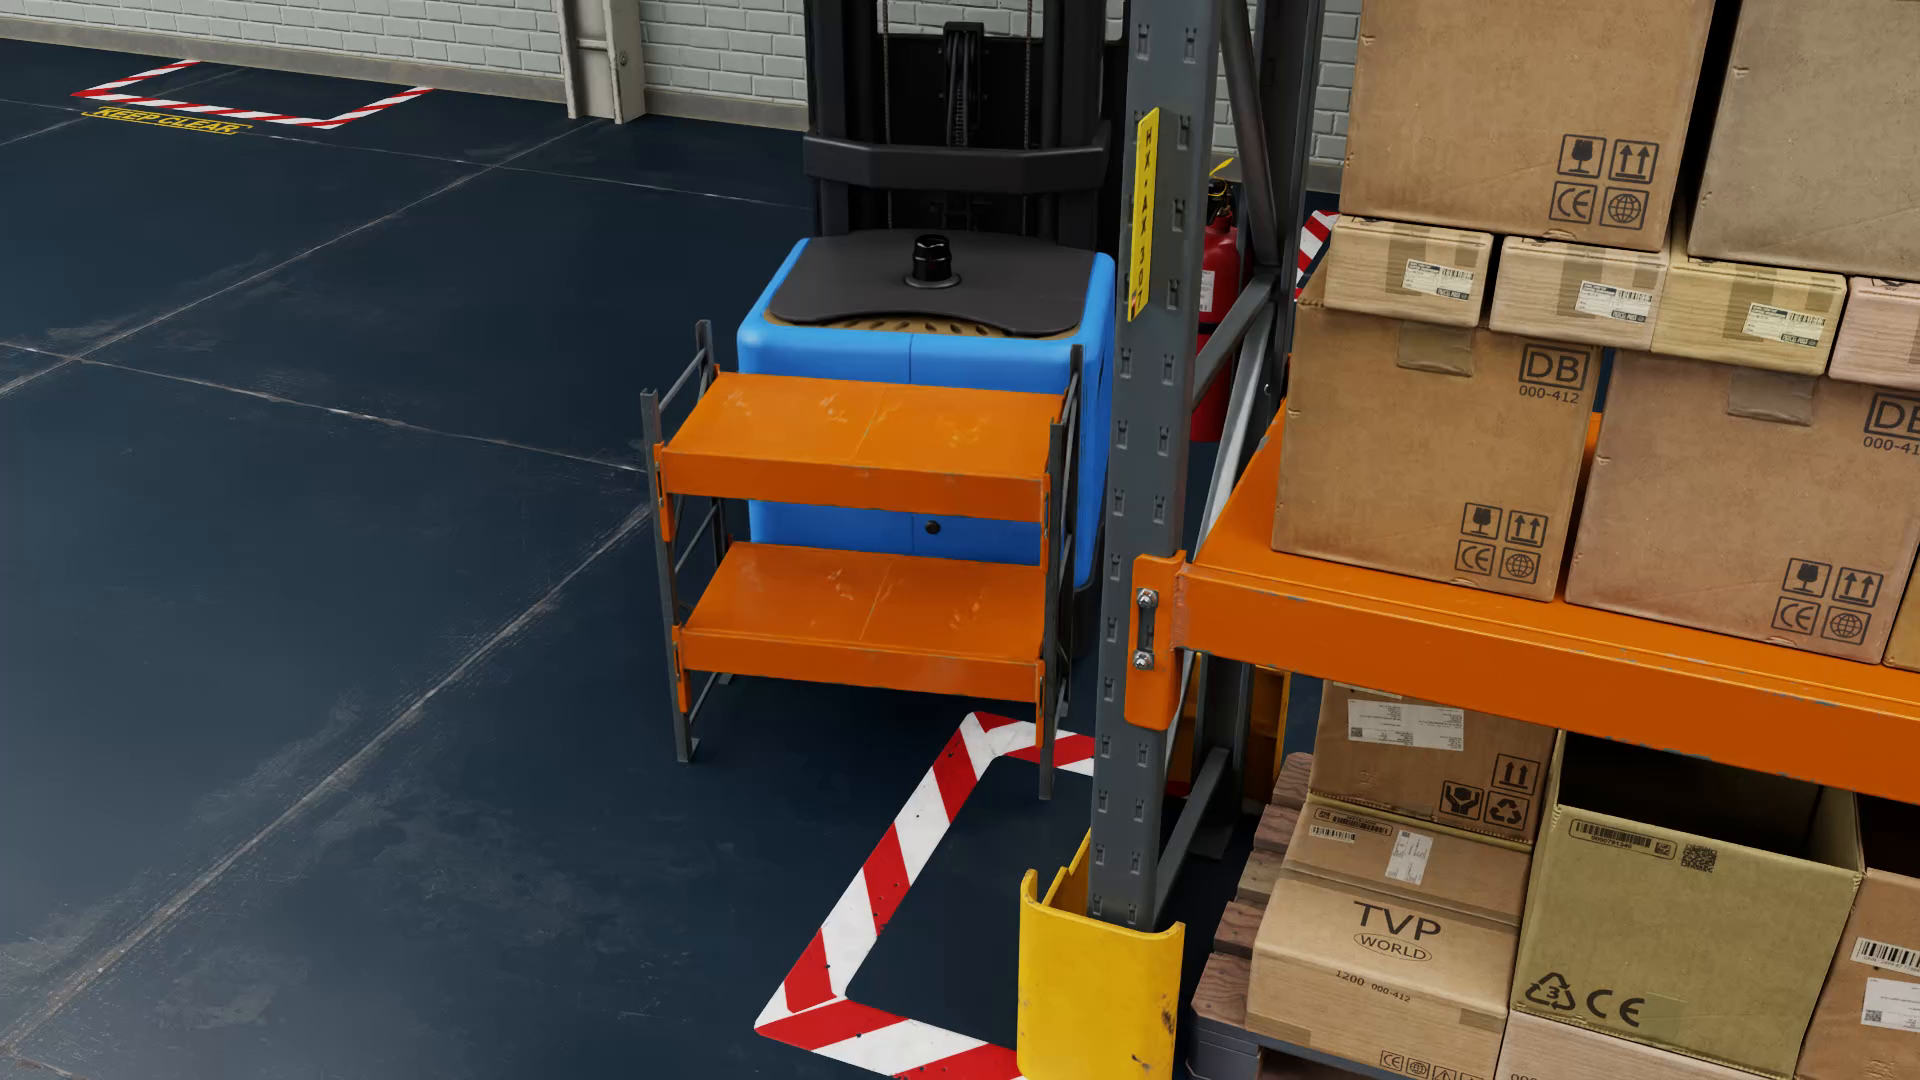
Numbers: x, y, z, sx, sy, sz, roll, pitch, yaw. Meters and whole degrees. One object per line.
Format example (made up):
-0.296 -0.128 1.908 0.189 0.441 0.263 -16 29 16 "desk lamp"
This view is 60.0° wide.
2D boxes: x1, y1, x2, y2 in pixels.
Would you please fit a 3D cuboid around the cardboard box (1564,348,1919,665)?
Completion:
1.423 -0.214 2.979 0.500 0.500 0.700 12 32 20 "cardboard box"

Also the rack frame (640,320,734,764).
-0.733 0.012 4.585 0.032 1.125 0.500 5 30 8 "rack frame"

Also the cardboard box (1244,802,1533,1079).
0.920 0.857 3.553 0.500 0.250 0.500 11 31 19 "cardboard box"

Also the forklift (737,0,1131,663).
0.078 -1.614 5.627 1.130 2.935 3.031 4 30 7 "forklift"

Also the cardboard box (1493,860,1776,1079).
1.385 0.948 3.392 0.500 0.250 0.500 11 31 19 "cardboard box"

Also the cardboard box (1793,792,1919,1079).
1.853 0.709 3.053 0.500 0.500 0.500 11 31 19 "cardboard box"

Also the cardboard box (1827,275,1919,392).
1.499 -0.371 2.597 0.250 0.149 0.380 11 31 18 "cardboard box"

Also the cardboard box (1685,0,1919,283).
1.473 -0.769 2.642 0.500 0.500 0.700 10 31 18 "cardboard box"

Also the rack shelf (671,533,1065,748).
-0.232 0.266 4.632 1.000 0.278 0.538 5 30 8 "rack shelf"

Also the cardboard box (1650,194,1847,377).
1.266 -0.418 2.681 0.250 0.149 0.380 11 31 19 "cardboard box"

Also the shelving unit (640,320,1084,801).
-0.232 0.054 4.512 1.048 1.125 0.538 5 30 8 "shelving unit"

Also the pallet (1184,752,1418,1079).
1.231 0.979 3.804 1.213 0.211 1.003 11 31 19 "pallet"

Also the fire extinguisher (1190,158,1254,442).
0.572 -0.558 3.767 0.183 0.674 0.296 11 31 19 "fire extinguisher"

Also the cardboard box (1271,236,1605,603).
0.935 -0.309 3.147 0.500 0.500 0.700 11 31 19 "cardboard box"

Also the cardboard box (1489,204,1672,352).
1.035 -0.465 2.764 0.250 0.149 0.380 10 31 18 "cardboard box"

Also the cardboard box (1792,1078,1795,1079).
1.848 1.041 3.228 0.500 0.250 0.500 11 31 19 "cardboard box"

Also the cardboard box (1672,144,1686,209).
1.413 -0.605 3.011 0.250 0.149 0.380 11 31 18 "cardboard box"

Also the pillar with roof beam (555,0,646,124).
-3.838 -4.641 4.815 0.400 9.000 9.100 11 31 19 "pillar with roof beam"

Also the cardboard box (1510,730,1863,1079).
1.384 0.622 3.206 0.500 0.500 0.500 11 31 19 "cardboard box"

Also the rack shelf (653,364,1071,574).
-0.232 -0.201 4.368 1.000 0.278 0.538 5 30 8 "rack shelf"

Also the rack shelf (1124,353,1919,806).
2.360 0.325 2.857 4.000 0.370 1.077 11 31 19 "rack shelf"

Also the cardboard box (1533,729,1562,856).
1.583 0.708 3.817 0.500 0.250 0.500 11 31 19 "cardboard box"

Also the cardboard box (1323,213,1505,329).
0.790 -0.513 2.848 0.250 0.149 0.380 11 31 19 "cardboard box"

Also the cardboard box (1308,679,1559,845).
1.116 0.294 3.788 0.500 0.500 0.500 11 31 19 "cardboard box"

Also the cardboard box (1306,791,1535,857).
1.115 0.621 3.971 0.500 0.250 0.500 11 31 19 "cardboard box"

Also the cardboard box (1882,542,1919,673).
1.881 -0.120 2.812 0.500 0.500 0.700 12 31 19 "cardboard box"

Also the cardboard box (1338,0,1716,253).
0.984 -0.864 2.810 0.500 0.500 0.700 11 31 19 "cardboard box"

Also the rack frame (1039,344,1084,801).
0.270 0.095 4.439 0.032 1.125 0.500 5 30 8 "rack frame"

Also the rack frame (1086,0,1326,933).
0.507 -0.358 3.334 0.127 3.000 1.000 11 31 19 "rack frame"

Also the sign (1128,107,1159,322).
0.293 -0.517 2.656 0.005 0.325 0.100 11 31 19 "sign"

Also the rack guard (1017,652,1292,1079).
0.485 0.726 3.957 0.348 0.500 1.175 11 31 19 "rack guard"
